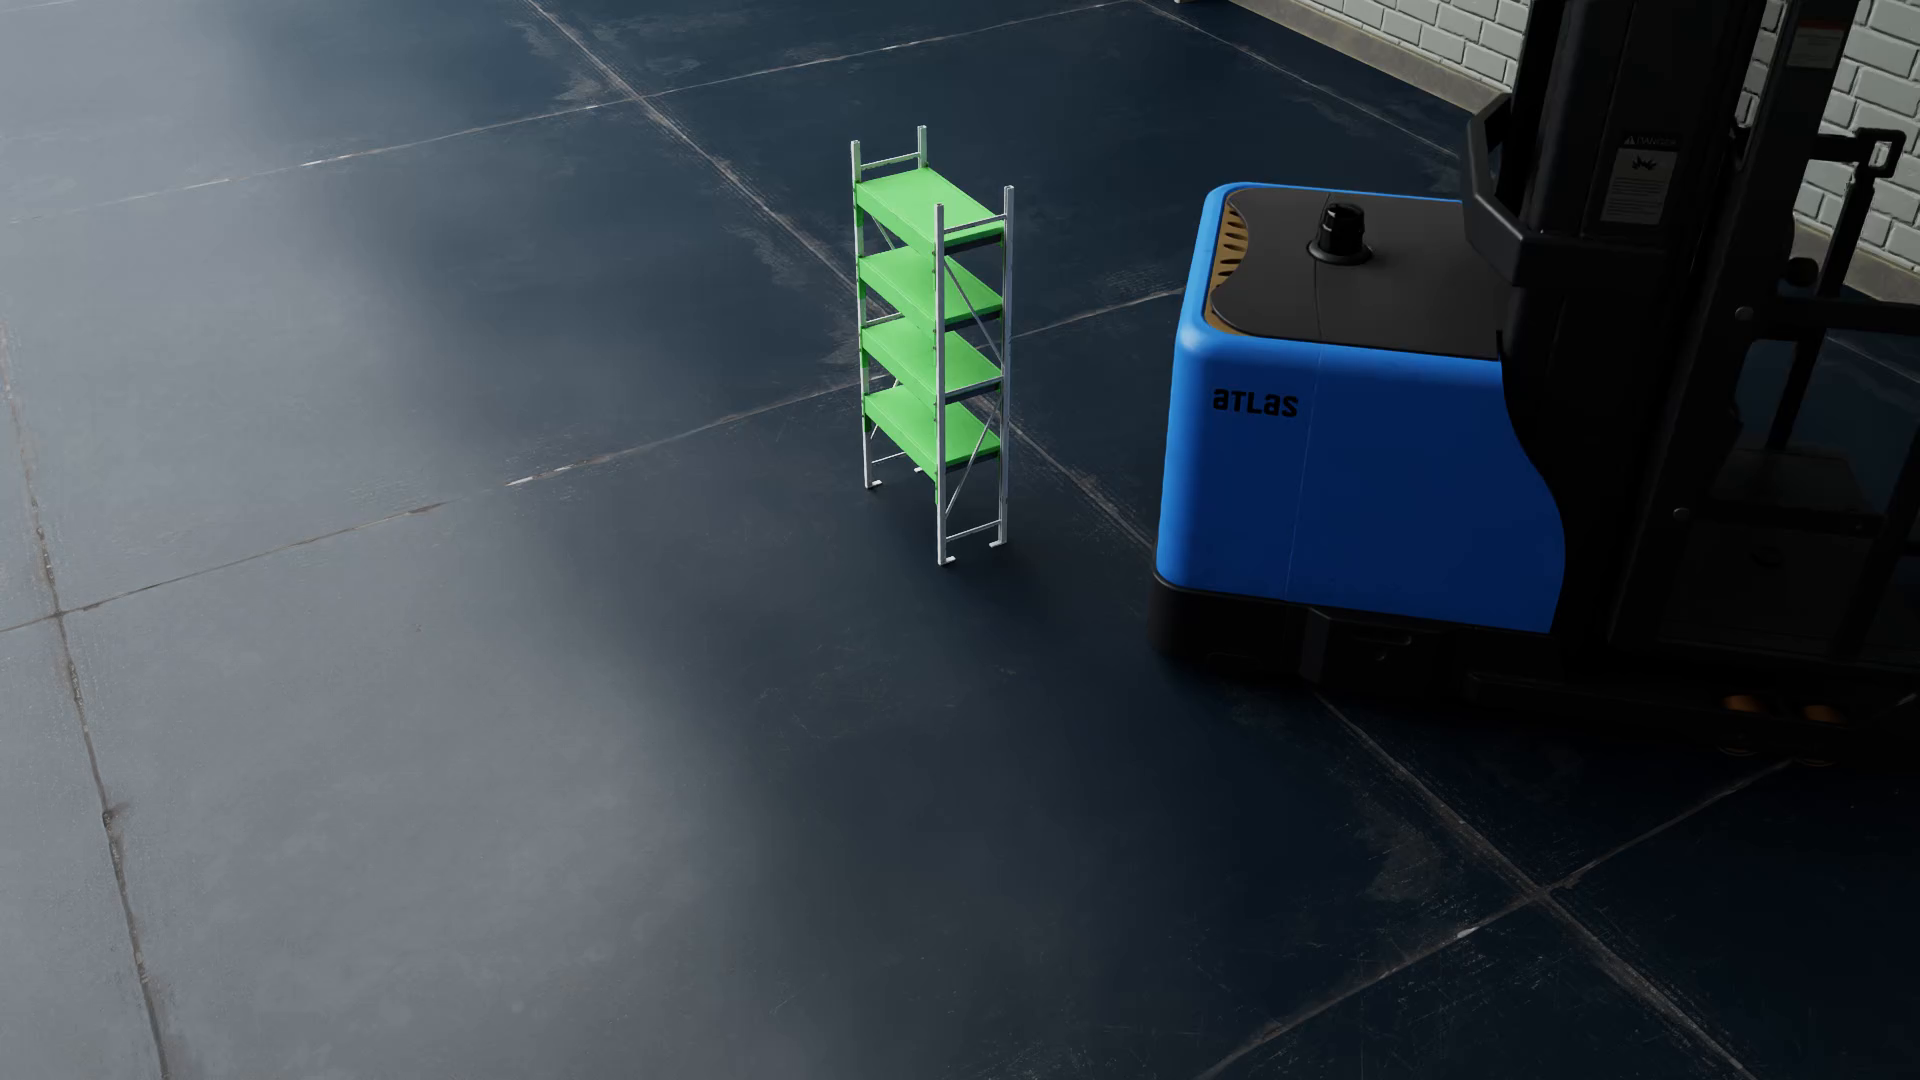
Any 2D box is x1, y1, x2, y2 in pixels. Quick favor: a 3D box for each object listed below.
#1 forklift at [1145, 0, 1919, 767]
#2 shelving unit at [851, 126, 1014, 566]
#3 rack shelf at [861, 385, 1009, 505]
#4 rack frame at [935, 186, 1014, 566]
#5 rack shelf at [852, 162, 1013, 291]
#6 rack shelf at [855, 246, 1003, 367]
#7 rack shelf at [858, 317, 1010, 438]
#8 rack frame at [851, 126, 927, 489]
[{"bbox_3d":[2.102,-0.924,4.030,3.031,2.935,1.130,7,37,10],"label":"forklift"},{"bbox_3d":[-0.083,-0.569,5.012,0.258,1.200,0.503,-19,40,-24],"label":"shelving unit"},{"bbox_3d":[-0.083,-0.324,5.191,0.258,0.148,0.480,-19,40,-24],"label":"rack shelf"},{"bbox_3d":[0.039,-0.445,4.841,0.240,1.200,0.015,-19,40,-24],"label":"rack frame"},{"bbox_3d":[-0.083,-0.905,4.766,0.258,0.148,0.480,-19,40,-24],"label":"rack shelf"},{"bbox_3d":[-0.083,-0.711,4.908,0.258,0.148,0.480,-19,40,-24],"label":"rack shelf"},{"bbox_3d":[-0.083,-0.517,5.049,0.258,0.148,0.480,-19,40,-24],"label":"rack shelf"},{"bbox_3d":[-0.206,-0.693,5.182,0.240,1.200,0.015,-19,40,-24],"label":"rack frame"}]
